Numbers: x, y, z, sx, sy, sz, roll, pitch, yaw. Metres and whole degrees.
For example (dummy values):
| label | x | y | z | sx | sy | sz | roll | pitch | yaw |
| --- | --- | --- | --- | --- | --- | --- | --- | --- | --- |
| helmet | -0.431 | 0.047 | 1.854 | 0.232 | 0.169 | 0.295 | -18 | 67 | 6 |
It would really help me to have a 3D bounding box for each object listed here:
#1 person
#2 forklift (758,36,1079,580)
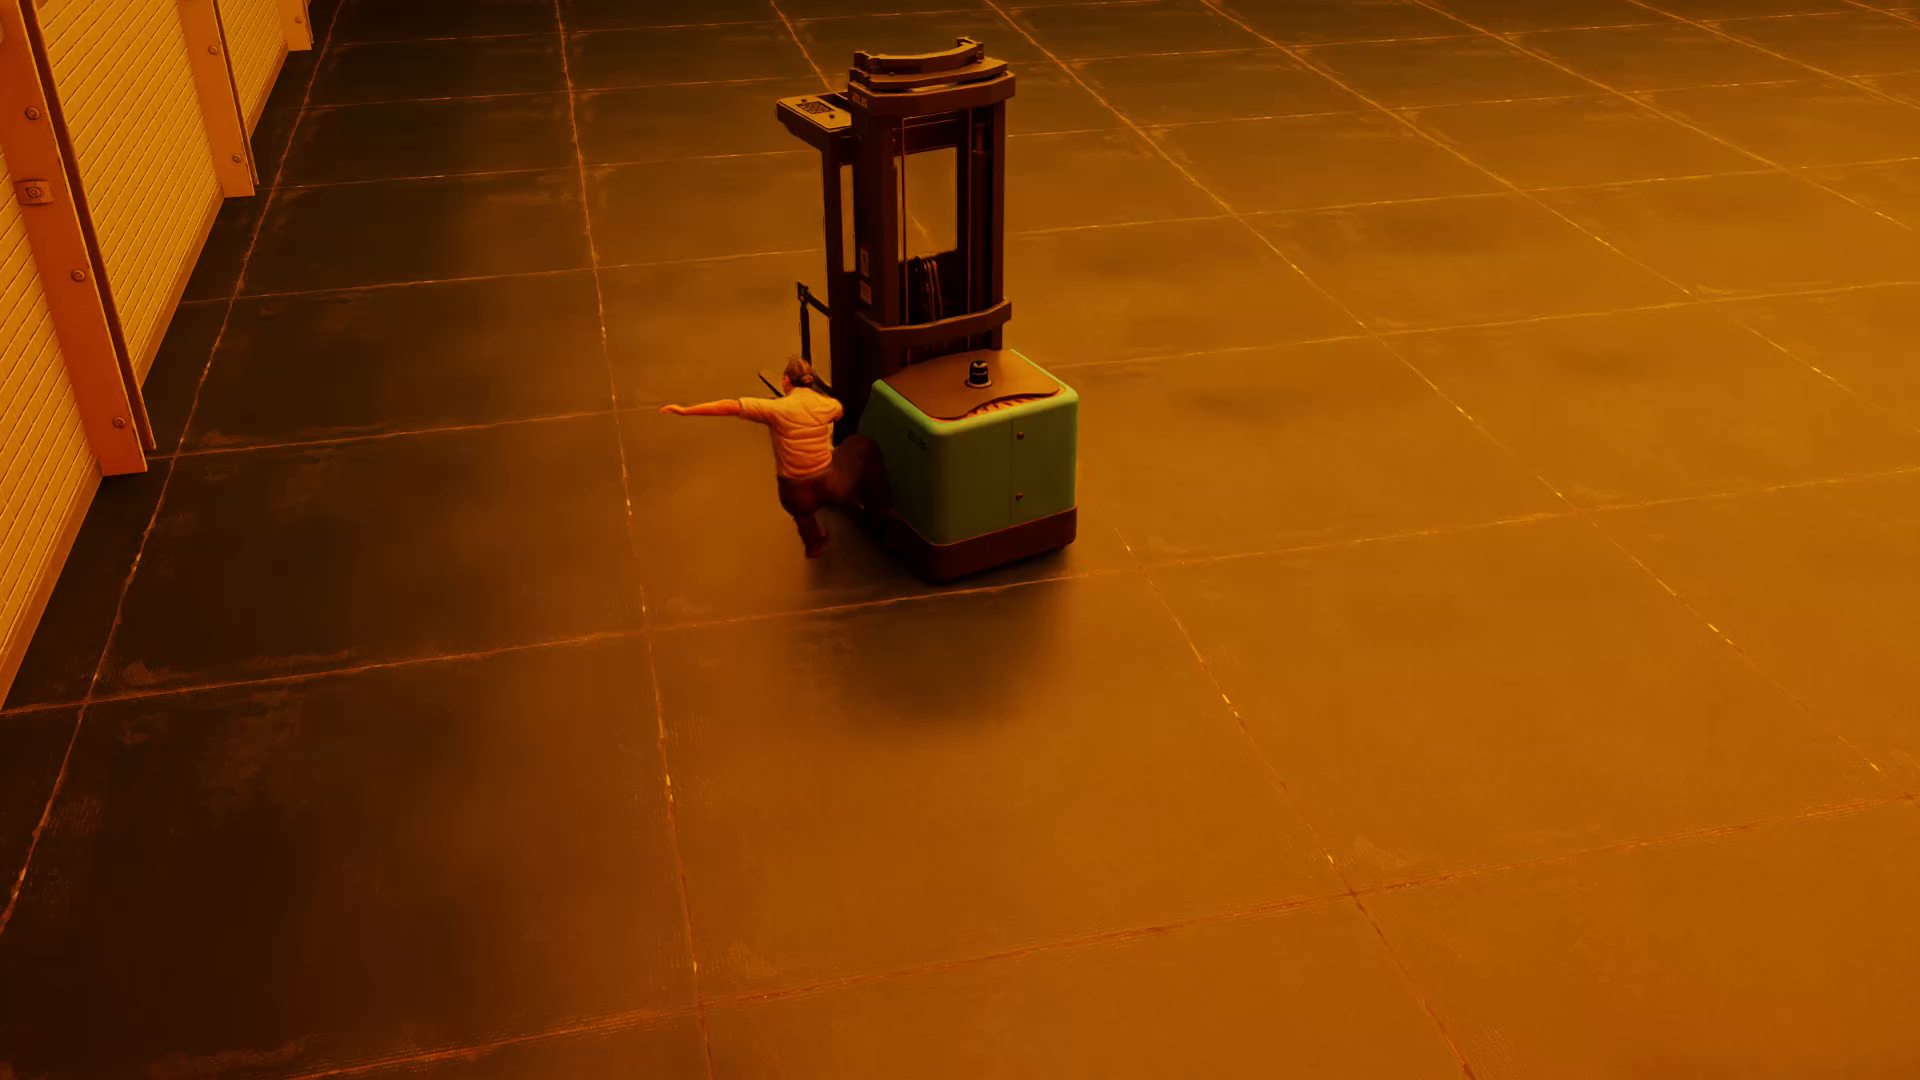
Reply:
| label | x | y | z | sx | sy | sz | roll | pitch | yaw |
| --- | --- | --- | --- | --- | --- | --- | --- | --- | --- |
| person | -1.004 | -0.475 | 9.901 | 1.498 | 1.264 | 0.733 | -8 | 31 | -14 |
| forklift | -0.441 | -1.735 | 10.572 | 1.130 | 2.935 | 3.031 | -16 | 34 | -25 |
